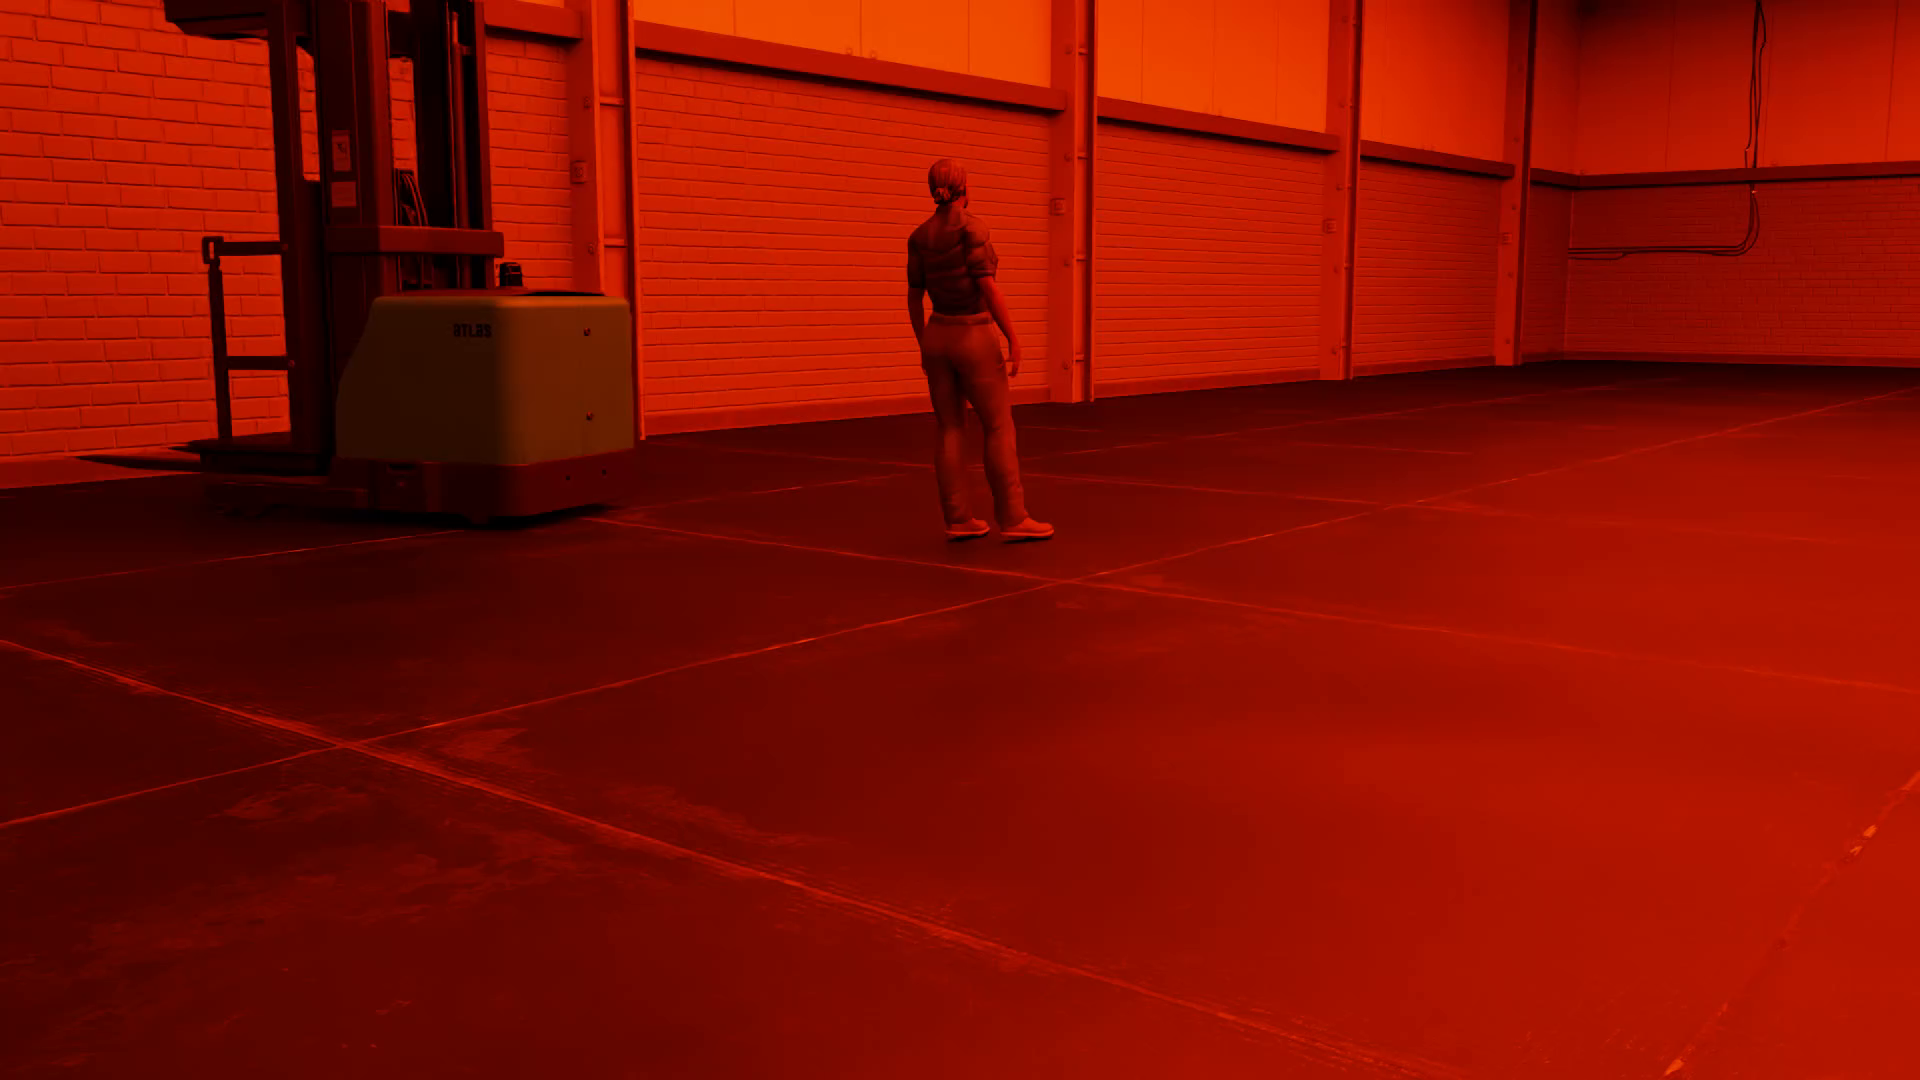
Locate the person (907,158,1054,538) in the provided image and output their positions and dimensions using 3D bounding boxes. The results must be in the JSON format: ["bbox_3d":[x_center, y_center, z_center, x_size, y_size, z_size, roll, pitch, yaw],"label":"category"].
[{"bbox_3d":[0.070,-0.833,7.339,0.570,1.654,0.504,7,11,38],"label":"person"}]

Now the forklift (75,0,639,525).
[{"bbox_3d":[-3.212,-1.634,8.449,3.031,2.935,1.130,3,9,22],"label":"forklift"}]
